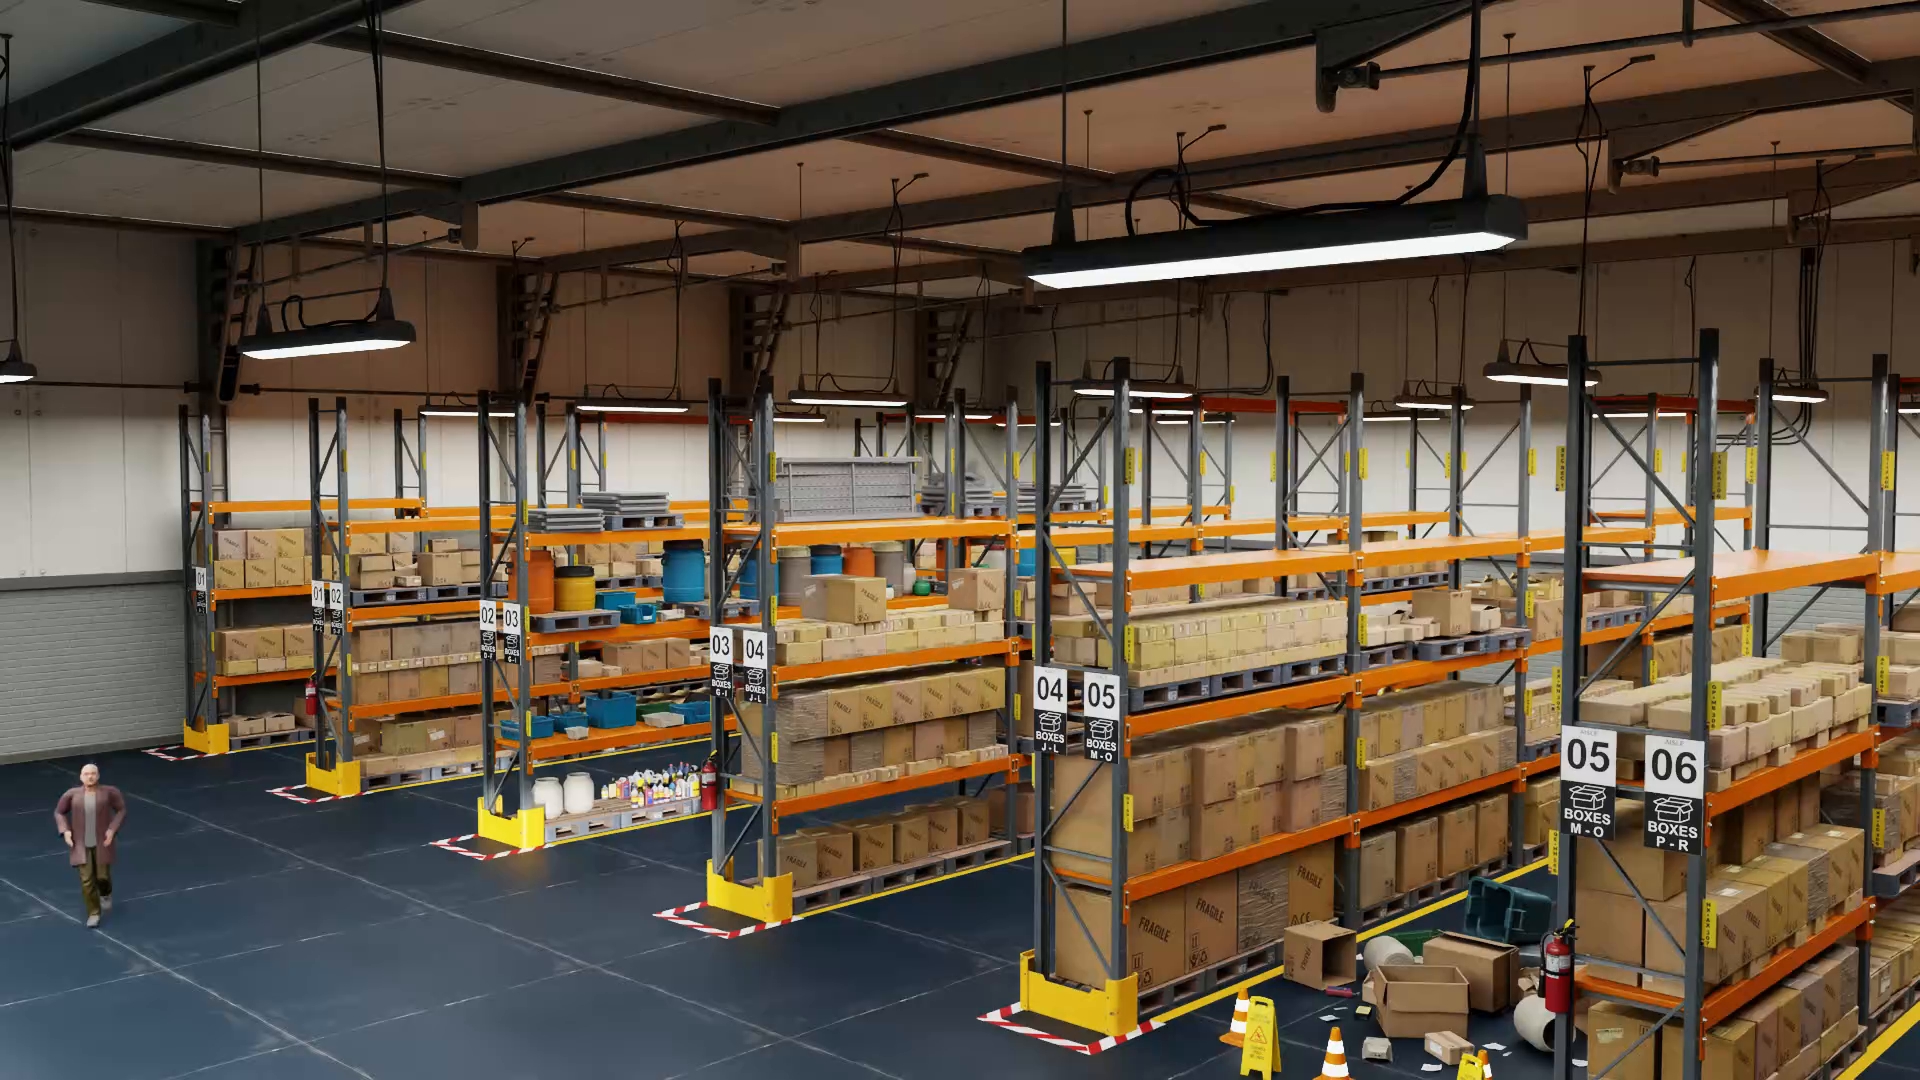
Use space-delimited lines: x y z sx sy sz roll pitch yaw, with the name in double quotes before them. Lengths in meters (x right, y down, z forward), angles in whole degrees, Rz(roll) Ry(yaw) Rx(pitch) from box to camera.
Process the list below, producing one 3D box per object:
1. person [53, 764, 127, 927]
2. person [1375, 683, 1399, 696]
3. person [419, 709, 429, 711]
"person" -9.562 3.325 18.297 0.723 1.745 0.734 -1 3 -24
"person" 6.614 2.912 25.775 0.727 1.737 0.998 3 4 43
"person" -9.074 2.781 28.104 0.638 1.840 0.774 3 4 40
